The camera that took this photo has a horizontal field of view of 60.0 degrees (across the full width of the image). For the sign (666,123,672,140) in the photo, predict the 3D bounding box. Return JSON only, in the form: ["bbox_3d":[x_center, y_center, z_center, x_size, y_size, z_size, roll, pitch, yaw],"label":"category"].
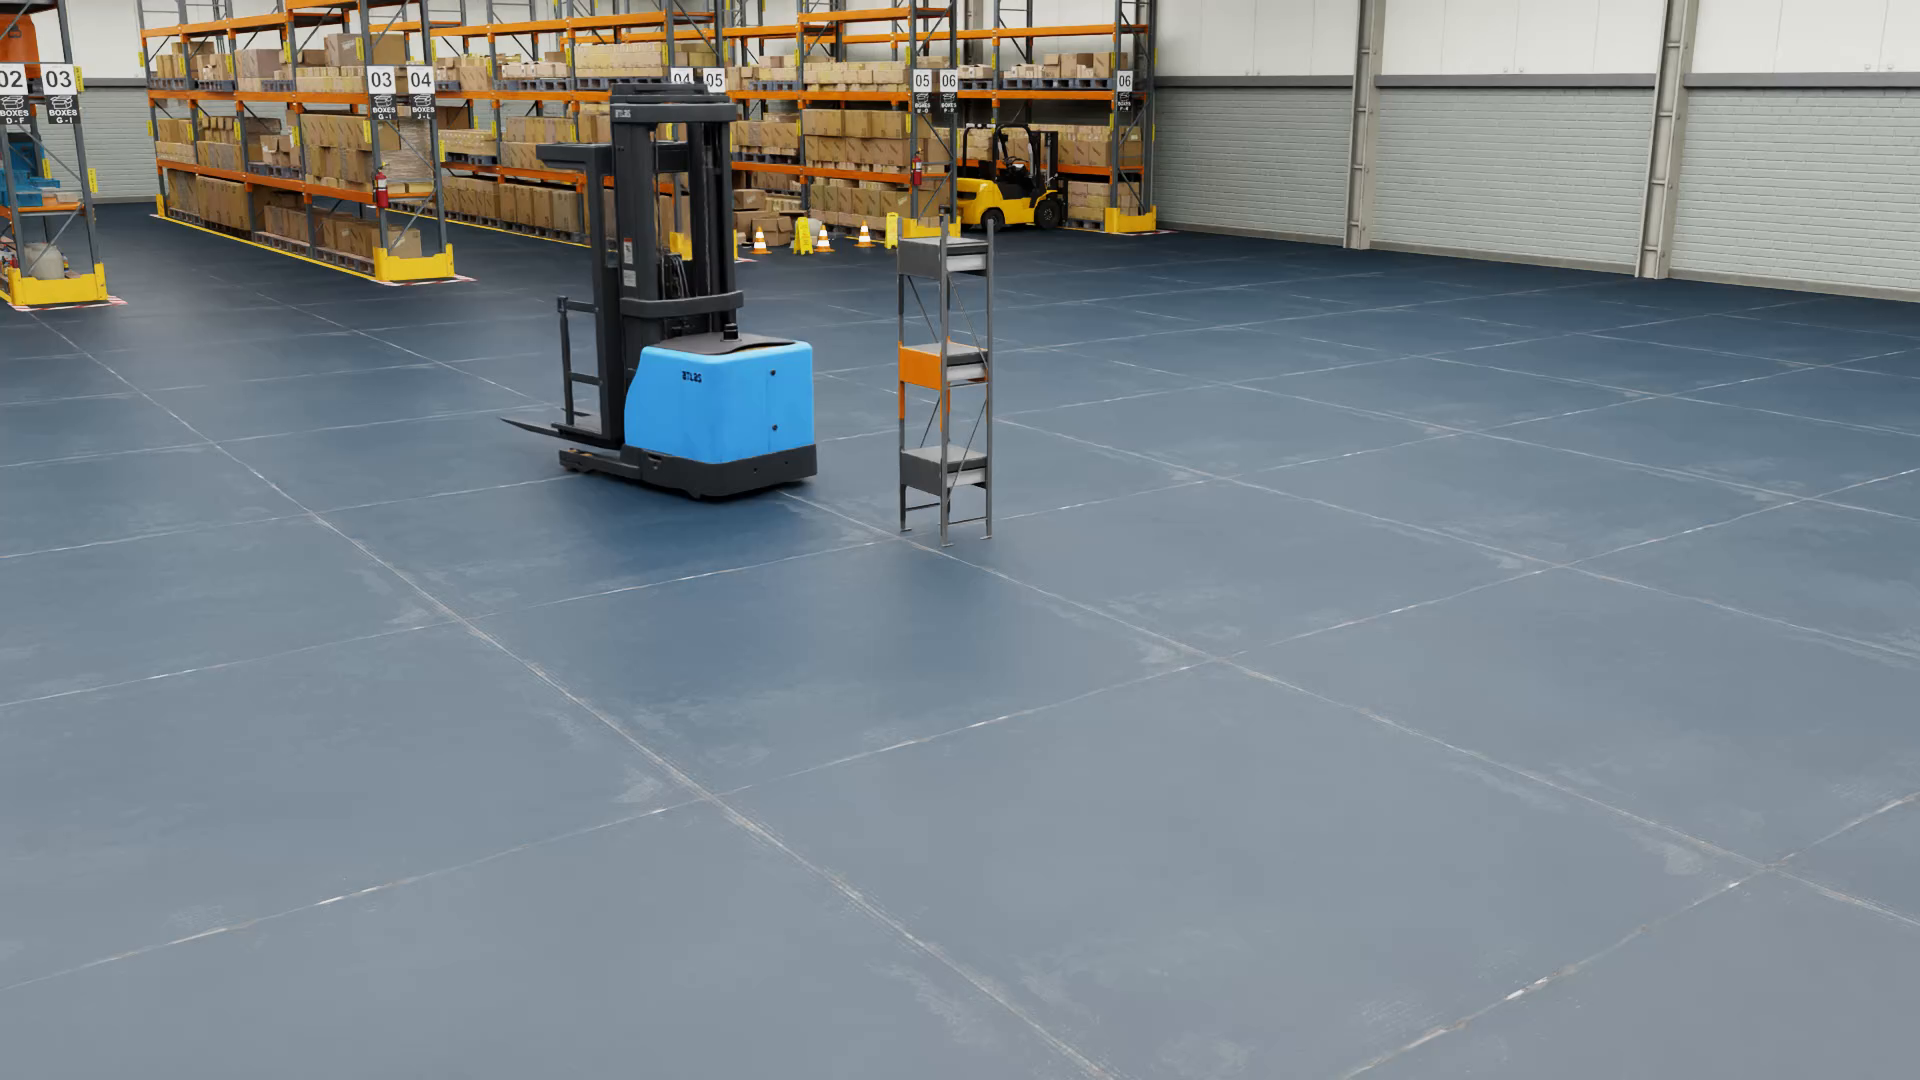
[{"bbox_3d":[-4.886,-6.889,27.920,0.100,0.325,0.005,-11,19,-35],"label":"sign"}]

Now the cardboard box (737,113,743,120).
[{"bbox_3d":[-5.290,-9.469,37.907,0.500,0.500,0.500,-12,19,-36],"label":"cardboard box"}]

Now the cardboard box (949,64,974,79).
[{"bbox_3d":[0.093,-10.648,37.799,0.500,0.311,0.500,-12,19,-36],"label":"cardboard box"}]

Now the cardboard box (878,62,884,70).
[{"bbox_3d":[-1.325,-8.998,31.555,0.380,0.149,0.250,-11,19,-34],"label":"cardboard box"}]

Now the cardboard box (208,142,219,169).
[{"bbox_3d":[-14.908,-7.808,33.733,0.500,0.500,0.500,-11,19,-36],"label":"cardboard box"}]

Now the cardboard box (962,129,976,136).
[{"bbox_3d":[0.257,-9.260,37.810,0.380,0.149,0.250,-12,19,-36],"label":"cardboard box"}]

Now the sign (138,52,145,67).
[{"bbox_3d":[-18.370,-10.787,37.319,0.100,0.325,0.005,-11,19,-35],"label":"sign"}]

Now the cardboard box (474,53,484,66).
[{"bbox_3d":[-9.904,-10.023,34.693,0.396,0.266,0.258,-11,19,-35],"label":"cardboard box"}]

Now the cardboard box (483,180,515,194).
[{"bbox_3d":[-9.757,-7.469,35.203,0.500,0.250,0.500,-11,19,-36],"label":"cardboard box"}]

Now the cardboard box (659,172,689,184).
[{"bbox_3d":[-4.694,-6.442,28.645,0.875,0.550,0.550,-11,19,-35],"label":"cardboard box"}]

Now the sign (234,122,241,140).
[{"bbox_3d":[-13.661,-7.729,31.439,0.100,0.325,0.005,-11,19,-35],"label":"sign"}]

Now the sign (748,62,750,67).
[{"bbox_3d":[-4.758,-10.575,37.371,0.100,0.325,0.005,-11,19,-35],"label":"sign"}]

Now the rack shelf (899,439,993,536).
[{"bbox_3d":[-0.097,-0.360,11.116,0.431,0.518,0.480,-11,19,-35],"label":"rack shelf"}]

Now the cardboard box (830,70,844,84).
[{"bbox_3d":[-2.214,-9.105,32.699,0.500,0.250,0.500,-11,19,-34],"label":"cardboard box"}]

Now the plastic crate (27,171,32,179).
[{"bbox_3d":[-14.664,-5.473,25.507,0.767,0.338,0.504,-11,19,-35],"label":"plastic crate"}]

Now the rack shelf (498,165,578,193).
[{"bbox_3d":[-7.967,-7.231,33.178,1.077,0.370,4.000,-11,19,-35],"label":"rack shelf"}]

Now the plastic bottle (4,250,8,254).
[{"bbox_3d":[-14.547,-4.281,25.372,0.097,0.271,0.097,0,15,0],"label":"plastic bottle"}]

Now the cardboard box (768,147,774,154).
[{"bbox_3d":[-3.846,-8.252,35.224,0.380,0.149,0.250,-11,19,-34],"label":"cardboard box"}]

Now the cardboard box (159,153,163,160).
[{"bbox_3d":[-17.824,-8.663,37.520,0.380,0.149,0.250,-11,19,-35],"label":"cardboard box"}]

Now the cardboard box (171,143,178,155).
[{"bbox_3d":[-16.939,-8.564,36.403,0.500,0.250,0.500,-11,19,-36],"label":"cardboard box"}]

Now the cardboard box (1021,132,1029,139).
[{"bbox_3d":[1.556,-8.794,36.106,0.380,0.149,0.250,-10,18,-33],"label":"cardboard box"}]

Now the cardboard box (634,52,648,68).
[{"bbox_3d":[-5.246,-8.234,28.532,0.500,0.250,0.500,-11,19,-34],"label":"cardboard box"}]

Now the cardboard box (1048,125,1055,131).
[{"bbox_3d":[2.097,-8.790,35.527,0.380,0.149,0.250,-11,19,-34],"label":"cardboard box"}]

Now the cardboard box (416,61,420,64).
[{"bbox_3d":[-12.063,-10.747,37.559,0.380,0.149,0.250,-10,18,-33],"label":"cardboard box"}]

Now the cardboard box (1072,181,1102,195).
[{"bbox_3d":[2.691,-7.375,34.858,0.500,0.250,0.500,-10,18,-34],"label":"cardboard box"}]

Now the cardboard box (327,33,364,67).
[{"bbox_3d":[-9.626,-7.720,26.219,0.500,0.500,0.500,-11,19,-35],"label":"cardboard box"}]

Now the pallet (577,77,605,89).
[{"bbox_3d":[-6.318,-8.379,30.494,1.003,0.211,1.213,-11,19,-35],"label":"pallet"}]

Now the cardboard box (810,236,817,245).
[{"bbox_3d":[-2.898,-5.678,31.540,0.380,0.149,0.250,-2,15,-6],"label":"cardboard box"}]

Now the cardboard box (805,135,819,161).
[{"bbox_3d":[-2.813,-7.996,33.854,0.500,0.500,0.500,-11,19,-35],"label":"cardboard box"}]

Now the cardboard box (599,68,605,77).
[{"bbox_3d":[-6.252,-8.380,29.821,0.380,0.149,0.250,-11,19,-35],"label":"cardboard box"}]

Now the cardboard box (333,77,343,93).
[{"bbox_3d":[-9.590,-7.204,26.316,0.500,0.250,0.500,-10,18,-33],"label":"cardboard box"}]

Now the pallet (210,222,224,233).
[{"bbox_3d":[-15.051,-6.613,34.839,1.003,0.211,1.213,-11,19,-35],"label":"pallet"}]

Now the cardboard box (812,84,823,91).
[{"bbox_3d":[-2.755,-9.097,33.426,0.380,0.149,0.250,-11,19,-34],"label":"cardboard box"}]

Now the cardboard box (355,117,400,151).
[{"bbox_3d":[-9.034,-6.302,25.772,0.500,0.500,0.500,-11,19,-35],"label":"cardboard box"}]

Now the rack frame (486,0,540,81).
[{"bbox_3d":[-9.143,-10.899,33.851,1.000,3.000,0.127,-11,19,-35],"label":"rack frame"}]

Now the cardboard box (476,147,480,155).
[{"bbox_3d":[-9.949,-8.174,34.940,0.380,0.149,0.250,-11,19,-35],"label":"cardboard box"}]

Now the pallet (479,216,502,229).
[{"bbox_3d":[-9.601,-6.827,35.622,1.003,0.211,1.213,-11,19,-35],"label":"pallet"}]

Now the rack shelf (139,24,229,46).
[{"bbox_3d":[-16.742,-10.892,35.946,1.077,0.370,4.000,-11,19,-35],"label":"rack shelf"}]

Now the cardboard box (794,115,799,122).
[{"bbox_3d":[-3.559,-9.020,35.571,0.380,0.149,0.250,-10,18,-31],"label":"cardboard box"}]

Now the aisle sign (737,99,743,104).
[{"bbox_3d":[-6.167,-12.498,46.132,0.394,0.787,0.004,-11,19,-35],"label":"aisle sign"}]

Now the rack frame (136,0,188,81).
[{"bbox_3d":[-17.918,-11.859,37.358,1.000,3.000,0.127,-11,19,-35],"label":"rack frame"}]

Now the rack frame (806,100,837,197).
[{"bbox_3d":[-3.537,-10.421,43.468,1.000,3.000,0.127,-11,19,-35],"label":"rack frame"}]

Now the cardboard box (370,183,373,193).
[{"bbox_3d":[-8.991,-5.510,26.001,0.380,0.149,0.250,-11,19,-35],"label":"cardboard box"}]

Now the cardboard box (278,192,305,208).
[{"bbox_3d":[-12.476,-6.375,31.168,0.500,0.250,0.500,-8,17,-28],"label":"cardboard box"}]

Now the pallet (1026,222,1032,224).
[{"bbox_3d":[1.600,-7.191,36.950,1.003,0.211,1.213,-11,19,-35],"label":"pallet"}]

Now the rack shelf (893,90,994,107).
[{"bbox_3d":[-0.009,-10.239,38.486,1.077,0.370,4.000,-11,19,-35],"label":"rack shelf"}]

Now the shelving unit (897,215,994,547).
[{"bbox_3d":[-0.097,-1.048,10.928,0.431,2.100,0.503,-11,19,-35],"label":"shelving unit"}]

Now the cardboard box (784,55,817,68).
[{"bbox_3d":[-3.290,-9.863,34.291,0.500,0.250,0.500,-10,18,-33],"label":"cardboard box"}]

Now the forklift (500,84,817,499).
[{"bbox_3d":[-2.516,-2.016,12.891,3.031,2.935,1.130,13,20,40],"label":"forklift"}]

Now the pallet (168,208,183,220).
[{"bbox_3d":[-17.384,-7.462,37.939,1.003,0.211,1.213,-11,19,-35],"label":"pallet"}]

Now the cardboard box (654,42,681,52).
[{"bbox_3d":[-4.911,-8.277,27.935,0.380,0.149,0.250,-11,19,-34],"label":"cardboard box"}]

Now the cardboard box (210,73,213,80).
[{"bbox_3d":[-14.812,-9.298,33.365,0.380,0.149,0.250,-12,19,-37],"label":"cardboard box"}]

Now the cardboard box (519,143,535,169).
[{"bbox_3d":[-8.500,-7.700,33.338,0.500,0.500,0.500,-11,19,-35],"label":"cardboard box"}]

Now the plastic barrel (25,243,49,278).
[{"bbox_3d":[-13.260,-4.018,23.993,0.421,0.512,0.421,0,15,0],"label":"plastic barrel"}]

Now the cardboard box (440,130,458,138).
[{"bbox_3d":[-11.173,-8.905,36.483,0.380,0.149,0.250,-11,19,-35],"label":"cardboard box"}]
